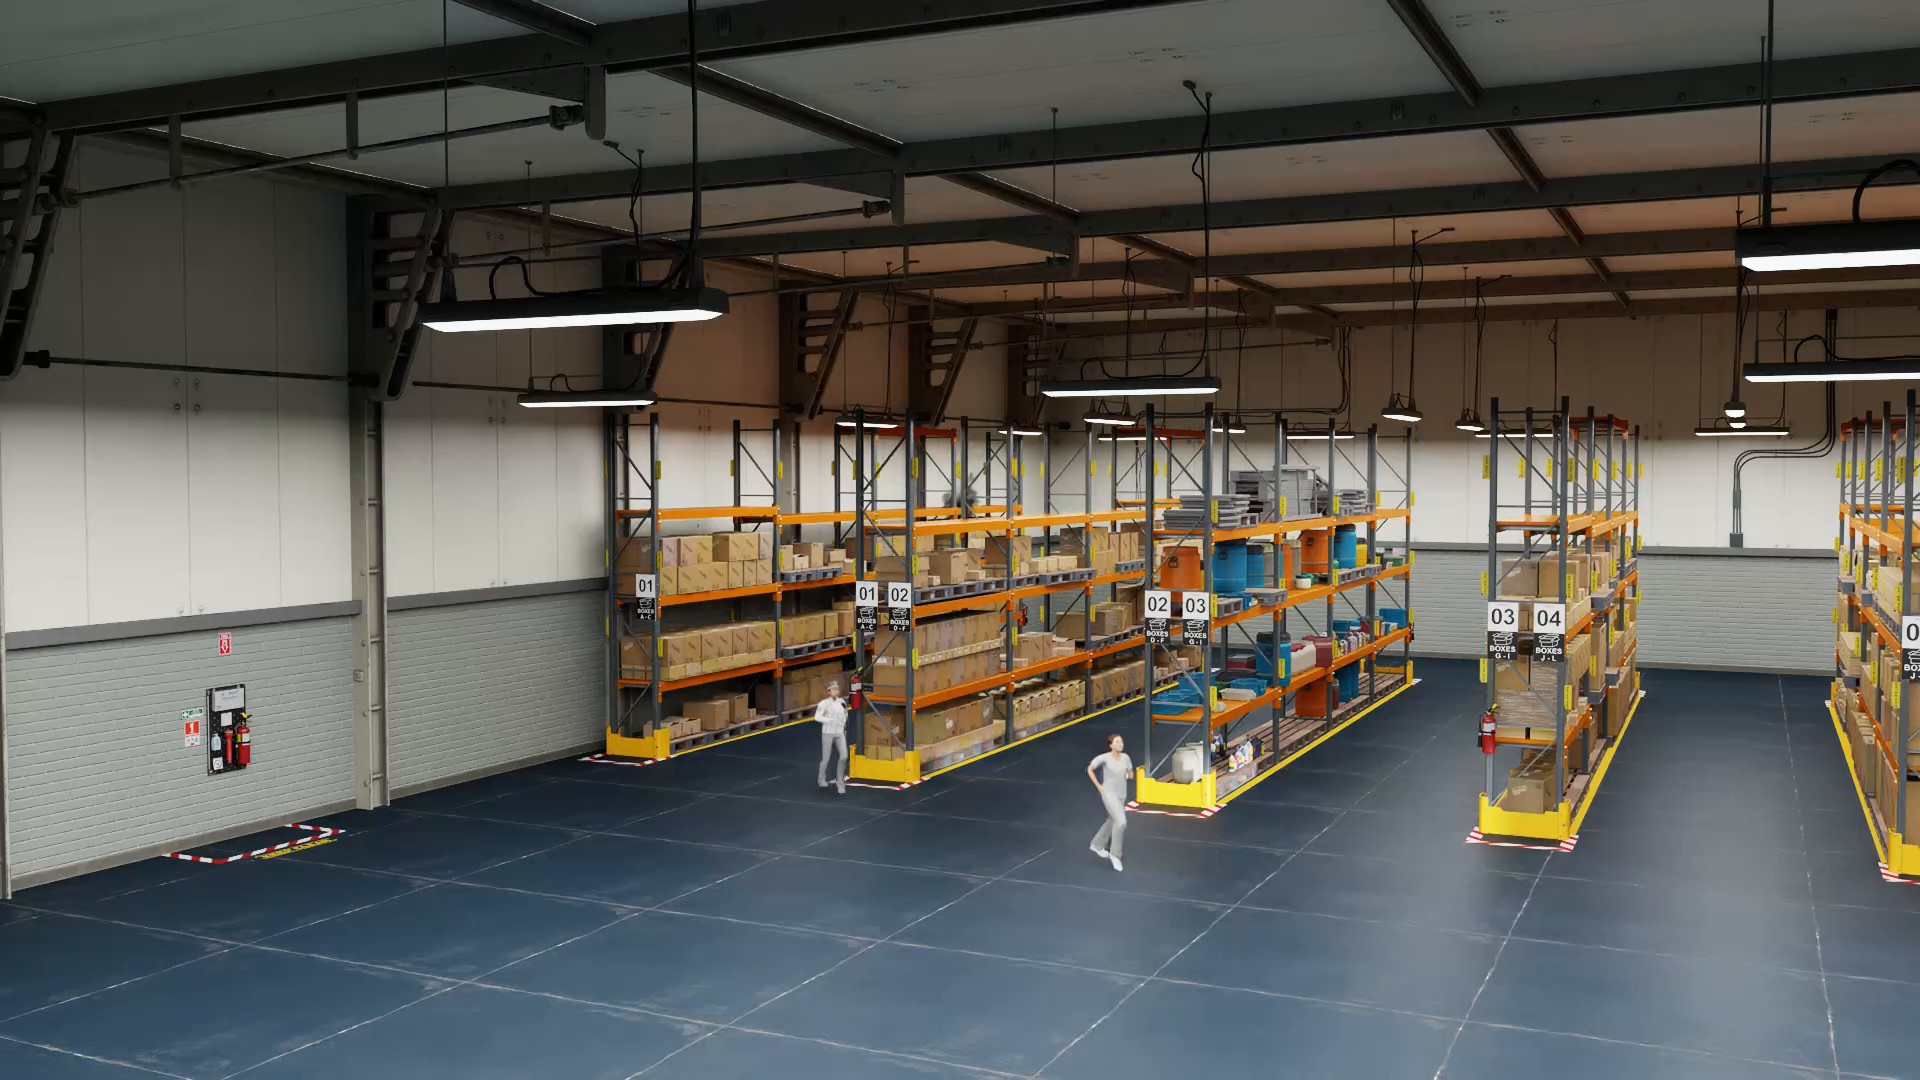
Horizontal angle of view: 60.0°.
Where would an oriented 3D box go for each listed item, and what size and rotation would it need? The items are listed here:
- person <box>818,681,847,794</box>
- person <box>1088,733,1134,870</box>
[{"bbox_3d":[-1.951,3.061,25.951,0.430,1.749,0.644,-1,3,-24],"label":"person"},{"bbox_3d":[1.926,3.296,21.123,0.550,1.715,0.767,-2,3,-36],"label":"person"}]
